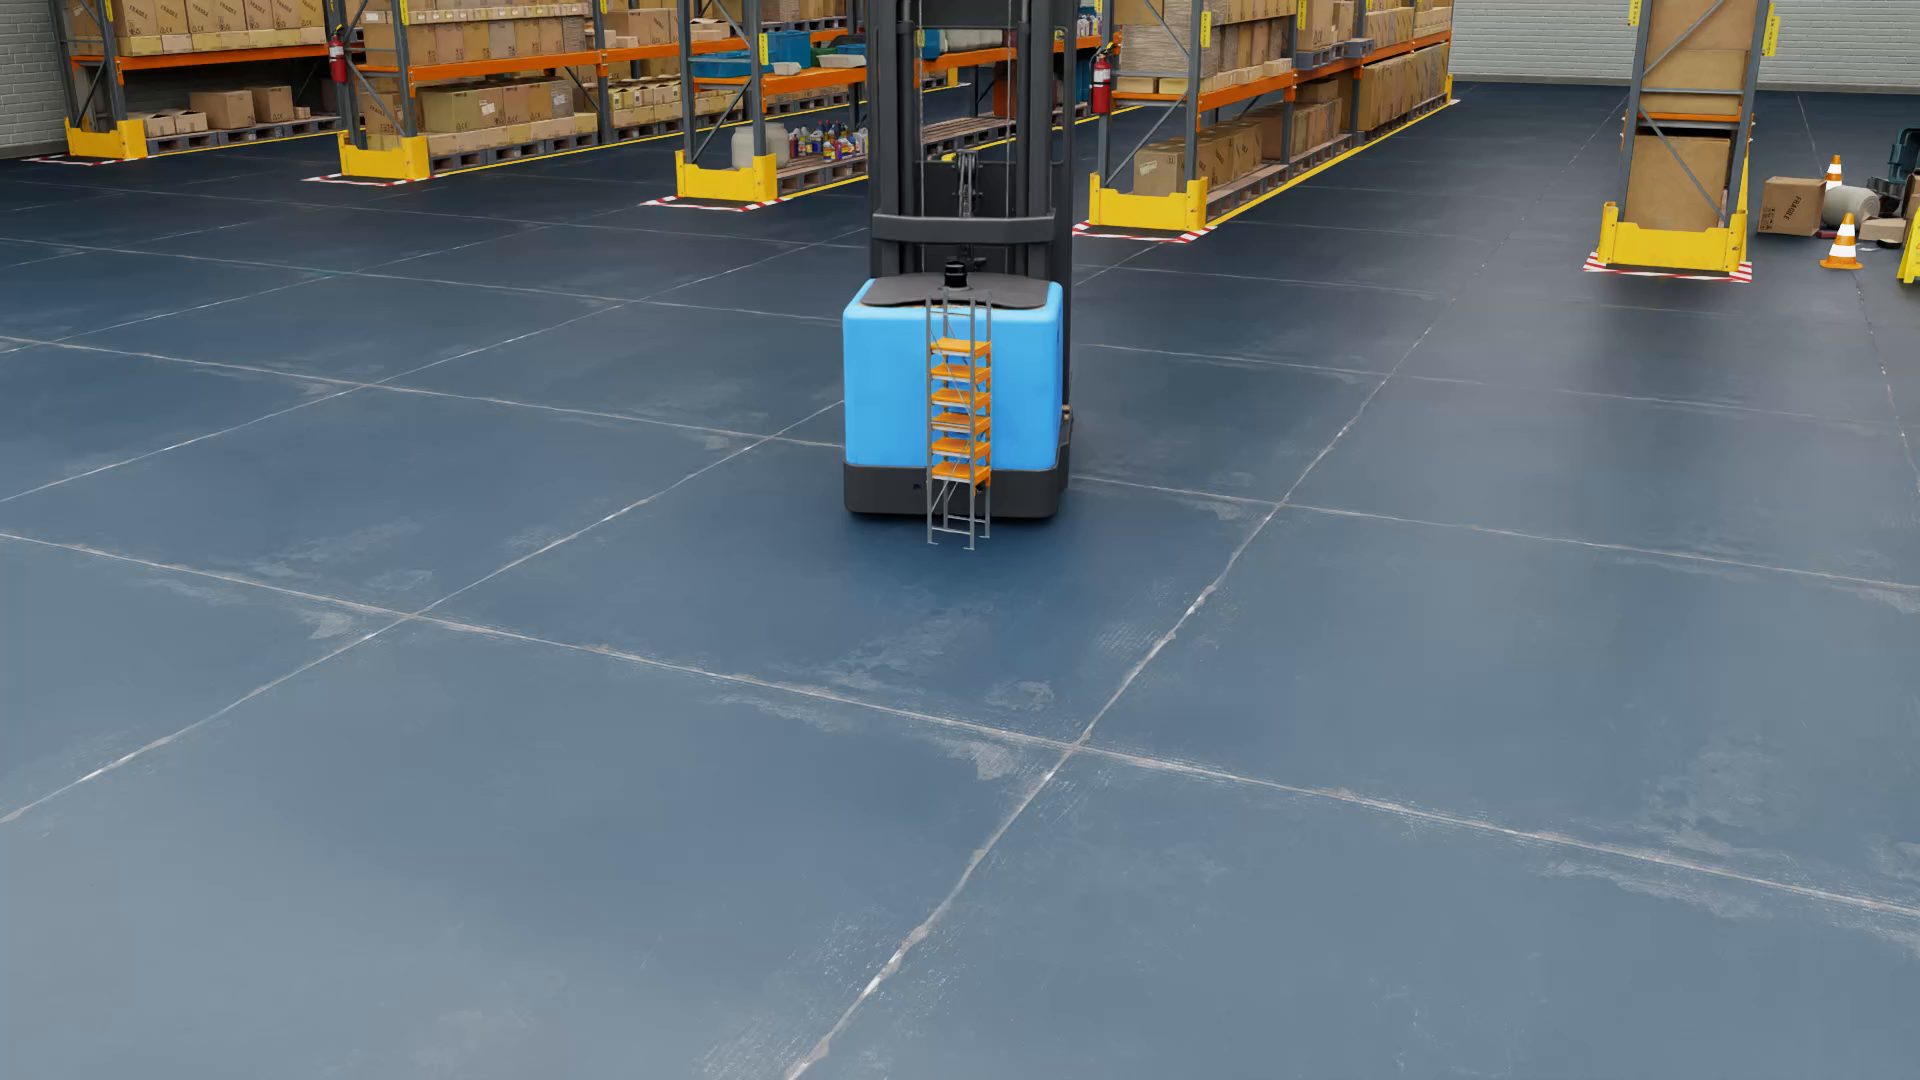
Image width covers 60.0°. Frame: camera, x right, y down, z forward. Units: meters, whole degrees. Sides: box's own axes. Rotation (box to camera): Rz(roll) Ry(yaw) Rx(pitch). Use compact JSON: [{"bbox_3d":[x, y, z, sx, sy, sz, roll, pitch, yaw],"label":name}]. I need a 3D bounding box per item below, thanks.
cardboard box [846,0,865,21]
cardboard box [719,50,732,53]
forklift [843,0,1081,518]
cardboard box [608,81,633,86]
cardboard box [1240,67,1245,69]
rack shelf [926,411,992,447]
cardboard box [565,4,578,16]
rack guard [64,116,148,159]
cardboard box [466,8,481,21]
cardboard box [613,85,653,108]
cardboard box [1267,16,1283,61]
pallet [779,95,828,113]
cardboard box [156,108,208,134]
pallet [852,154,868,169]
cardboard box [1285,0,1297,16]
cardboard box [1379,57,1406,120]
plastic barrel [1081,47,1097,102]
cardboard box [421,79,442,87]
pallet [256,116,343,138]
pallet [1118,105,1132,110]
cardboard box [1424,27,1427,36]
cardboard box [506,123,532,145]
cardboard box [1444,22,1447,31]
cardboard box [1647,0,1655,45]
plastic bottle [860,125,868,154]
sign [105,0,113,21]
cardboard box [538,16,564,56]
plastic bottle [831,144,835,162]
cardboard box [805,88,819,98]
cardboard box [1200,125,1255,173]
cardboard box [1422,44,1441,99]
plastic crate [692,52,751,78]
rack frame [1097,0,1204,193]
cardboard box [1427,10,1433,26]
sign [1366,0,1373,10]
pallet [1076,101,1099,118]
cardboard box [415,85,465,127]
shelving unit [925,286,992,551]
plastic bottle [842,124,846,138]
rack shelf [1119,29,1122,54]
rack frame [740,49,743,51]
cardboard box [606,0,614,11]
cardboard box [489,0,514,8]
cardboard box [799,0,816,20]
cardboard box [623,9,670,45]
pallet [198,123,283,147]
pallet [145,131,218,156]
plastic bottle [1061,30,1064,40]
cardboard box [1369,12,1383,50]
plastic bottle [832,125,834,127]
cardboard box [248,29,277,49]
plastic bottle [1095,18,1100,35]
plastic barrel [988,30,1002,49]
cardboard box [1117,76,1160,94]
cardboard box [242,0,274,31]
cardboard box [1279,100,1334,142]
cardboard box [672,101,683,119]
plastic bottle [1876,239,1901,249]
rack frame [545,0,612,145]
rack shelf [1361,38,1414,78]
[{"bbox_3d":[-1.786,-9.805,30.914,0.500,0.500,0.500,9,22,24],"label":"cardboard box"},{"bbox_3d":[-5.321,-10.333,35.652,0.700,0.500,0.500,9,21,23],"label":"cardboard box"},{"bbox_3d":[0.081,-1.938,9.044,1.130,2.935,3.031,2,20,5],"label":"forklift"},{"bbox_3d":[-5.201,-6.836,25.354,0.500,0.311,0.500,8,21,23],"label":"cardboard box"},{"bbox_3d":[2.897,-5.087,18.170,0.380,0.149,0.250,9,21,23],"label":"cardboard box"},{"bbox_3d":[-0.006,-0.519,7.770,0.258,0.103,0.180,9,21,23],"label":"rack shelf"},{"bbox_3d":[-5.538,-7.359,23.067,0.380,0.149,0.250,8,21,22],"label":"cardboard box"},{"bbox_3d":[-11.647,-5.495,22.675,1.175,0.500,0.348,9,21,23],"label":"rack guard"},{"bbox_3d":[-6.379,-6.730,21.299,0.380,0.149,0.250,8,21,21],"label":"cardboard box"},{"bbox_3d":[-4.913,-6.605,24.705,0.500,0.311,0.500,8,21,22],"label":"cardboard box"},{"bbox_3d":[3.276,-5.892,19.466,0.875,0.500,0.500,9,21,23],"label":"cardboard box"},{"bbox_3d":[-3.040,-7.698,29.299,1.003,0.211,1.213,9,21,23],"label":"pallet"},{"bbox_3d":[-11.079,-5.964,23.618,0.500,0.311,0.500,11,22,27],"label":"cardboard box"},{"bbox_3d":[-1.315,-5.000,21.713,1.003,0.211,1.213,9,21,23],"label":"pallet"},{"bbox_3d":[3.584,-6.317,19.169,0.500,0.500,0.500,9,21,23],"label":"cardboard box"},{"bbox_3d":[6.184,-7.004,25.732,1.225,0.875,0.875,8,21,21],"label":"cardboard box"},{"bbox_3d":[2.036,-8.004,28.503,0.600,0.901,0.708,9,21,23],"label":"plastic barrel"},{"bbox_3d":[-9.144,-7.600,27.937,0.700,0.500,0.500,8,21,22],"label":"cardboard box"},{"bbox_3d":[-10.283,-6.349,25.505,1.003,0.211,1.213,9,21,23],"label":"pallet"},{"bbox_3d":[2.540,-7.875,29.797,1.003,0.211,1.213,9,21,23],"label":"pallet"},{"bbox_3d":[7.539,-8.447,27.619,0.380,0.149,0.250,8,21,21],"label":"cardboard box"},{"bbox_3d":[-6.119,-5.465,22.337,0.500,0.250,0.500,9,21,23],"label":"cardboard box"},{"bbox_3d":[8.376,-9.073,29.379,0.380,0.149,0.250,9,21,23],"label":"cardboard box"},{"bbox_3d":[6.691,-4.768,15.063,0.875,0.550,0.550,9,21,23],"label":"cardboard box"},{"bbox_3d":[-1.213,-5.079,21.069,0.144,0.351,0.185,8,21,22],"label":"plastic bottle"},{"bbox_3d":[-11.183,-6.983,21.836,0.100,0.325,0.005,9,21,23],"label":"sign"},{"bbox_3d":[-5.905,-6.943,22.864,0.700,0.500,0.500,8,21,22],"label":"cardboard box"},{"bbox_3d":[-1.570,-4.722,20.291,0.097,0.201,0.097,0,20,0],"label":"plastic bottle"},{"bbox_3d":[-2.806,-8.020,29.117,0.500,0.500,0.500,8,21,21],"label":"cardboard box"},{"bbox_3d":[3.089,-4.561,19.420,0.500,0.500,0.500,17,26,40],"label":"cardboard box"},{"bbox_3d":[7.869,-8.214,29.133,0.875,0.875,0.875,9,21,23],"label":"cardboard box"},{"bbox_3d":[-2.708,-5.414,18.939,0.499,0.251,0.616,9,21,23],"label":"plastic crate"},{"bbox_3d":[1.879,-4.611,16.457,1.000,3.000,0.127,9,21,23],"label":"rack frame"},{"bbox_3d":[7.640,-8.767,27.923,0.500,0.250,0.500,9,22,24],"label":"cardboard box"},{"bbox_3d":[5.654,-7.493,22.952,0.100,0.325,0.005,9,21,23],"label":"sign"},{"bbox_3d":[1.920,-7.415,28.503,1.003,0.211,1.213,9,21,23],"label":"pallet"},{"bbox_3d":[-6.813,-5.739,21.988,0.500,0.500,0.500,9,21,23],"label":"cardboard box"},{"bbox_3d":[-0.006,-0.561,7.755,0.258,1.200,0.189,9,21,23],"label":"shelving unit"},{"bbox_3d":[-1.542,-5.286,21.754,0.061,0.283,0.133,9,21,23],"label":"plastic bottle"},{"bbox_3d":[3.093,-9.231,30.523,1.077,0.370,4.000,9,21,23],"label":"rack shelf"},{"bbox_3d":[-5.126,-11.541,35.944,1.000,3.000,0.127,9,21,23],"label":"rack frame"},{"bbox_3d":[-6.923,-10.182,31.499,0.500,0.500,0.500,9,21,23],"label":"cardboard box"},{"bbox_3d":[-6.311,-7.256,21.809,0.700,0.500,0.500,9,21,23],"label":"cardboard box"},{"bbox_3d":[-2.910,-9.336,28.968,0.700,0.500,0.500,3,20,9],"label":"cardboard box"},{"bbox_3d":[-4.769,-7.788,25.241,0.500,0.500,0.500,9,21,23],"label":"cardboard box"},{"bbox_3d":[-10.781,-5.974,24.453,1.003,0.211,1.213,9,21,23],"label":"pallet"},{"bbox_3d":[-11.282,-5.603,23.408,1.003,0.211,1.213,9,21,23],"label":"pallet"},{"bbox_3d":[1.623,-8.116,26.487,0.061,0.283,0.133,9,21,23],"label":"plastic bottle"},{"bbox_3d":[5.811,-7.373,24.074,0.500,0.500,0.500,8,21,21],"label":"cardboard box"},{"bbox_3d":[-1.639,-5.297,21.796,0.152,0.276,0.135,9,22,25],"label":"plastic bottle"},{"bbox_3d":[-10.361,-7.318,24.263,0.500,0.250,0.500,8,21,22],"label":"cardboard box"},{"bbox_3d":[2.258,-8.624,27.926,0.152,0.276,0.135,9,21,23],"label":"plastic bottle"},{"bbox_3d":[0.410,-7.445,24.260,0.421,0.512,0.421,0,20,0],"label":"plastic barrel"},{"bbox_3d":[1.808,-4.608,16.824,0.380,0.149,0.250,9,21,23],"label":"cardboard box"},{"bbox_3d":[-10.366,-7.672,24.139,0.500,0.500,0.500,8,21,21],"label":"cardboard box"},{"bbox_3d":[4.684,-5.707,22.614,0.700,0.500,0.500,7,21,18],"label":"cardboard box"},{"bbox_3d":[-4.499,-6.656,25.684,0.500,0.250,0.500,9,21,24],"label":"cardboard box"},{"bbox_3d":[8.812,-2.820,15.808,0.133,0.061,0.283,1,20,4],"label":"plastic bottle"},{"bbox_3d":[-5.519,-7.194,23.721,1.000,3.000,0.127,9,21,23],"label":"rack frame"},{"bbox_3d":[5.974,-7.329,25.174,1.077,0.370,4.000,9,21,23],"label":"rack shelf"}]
